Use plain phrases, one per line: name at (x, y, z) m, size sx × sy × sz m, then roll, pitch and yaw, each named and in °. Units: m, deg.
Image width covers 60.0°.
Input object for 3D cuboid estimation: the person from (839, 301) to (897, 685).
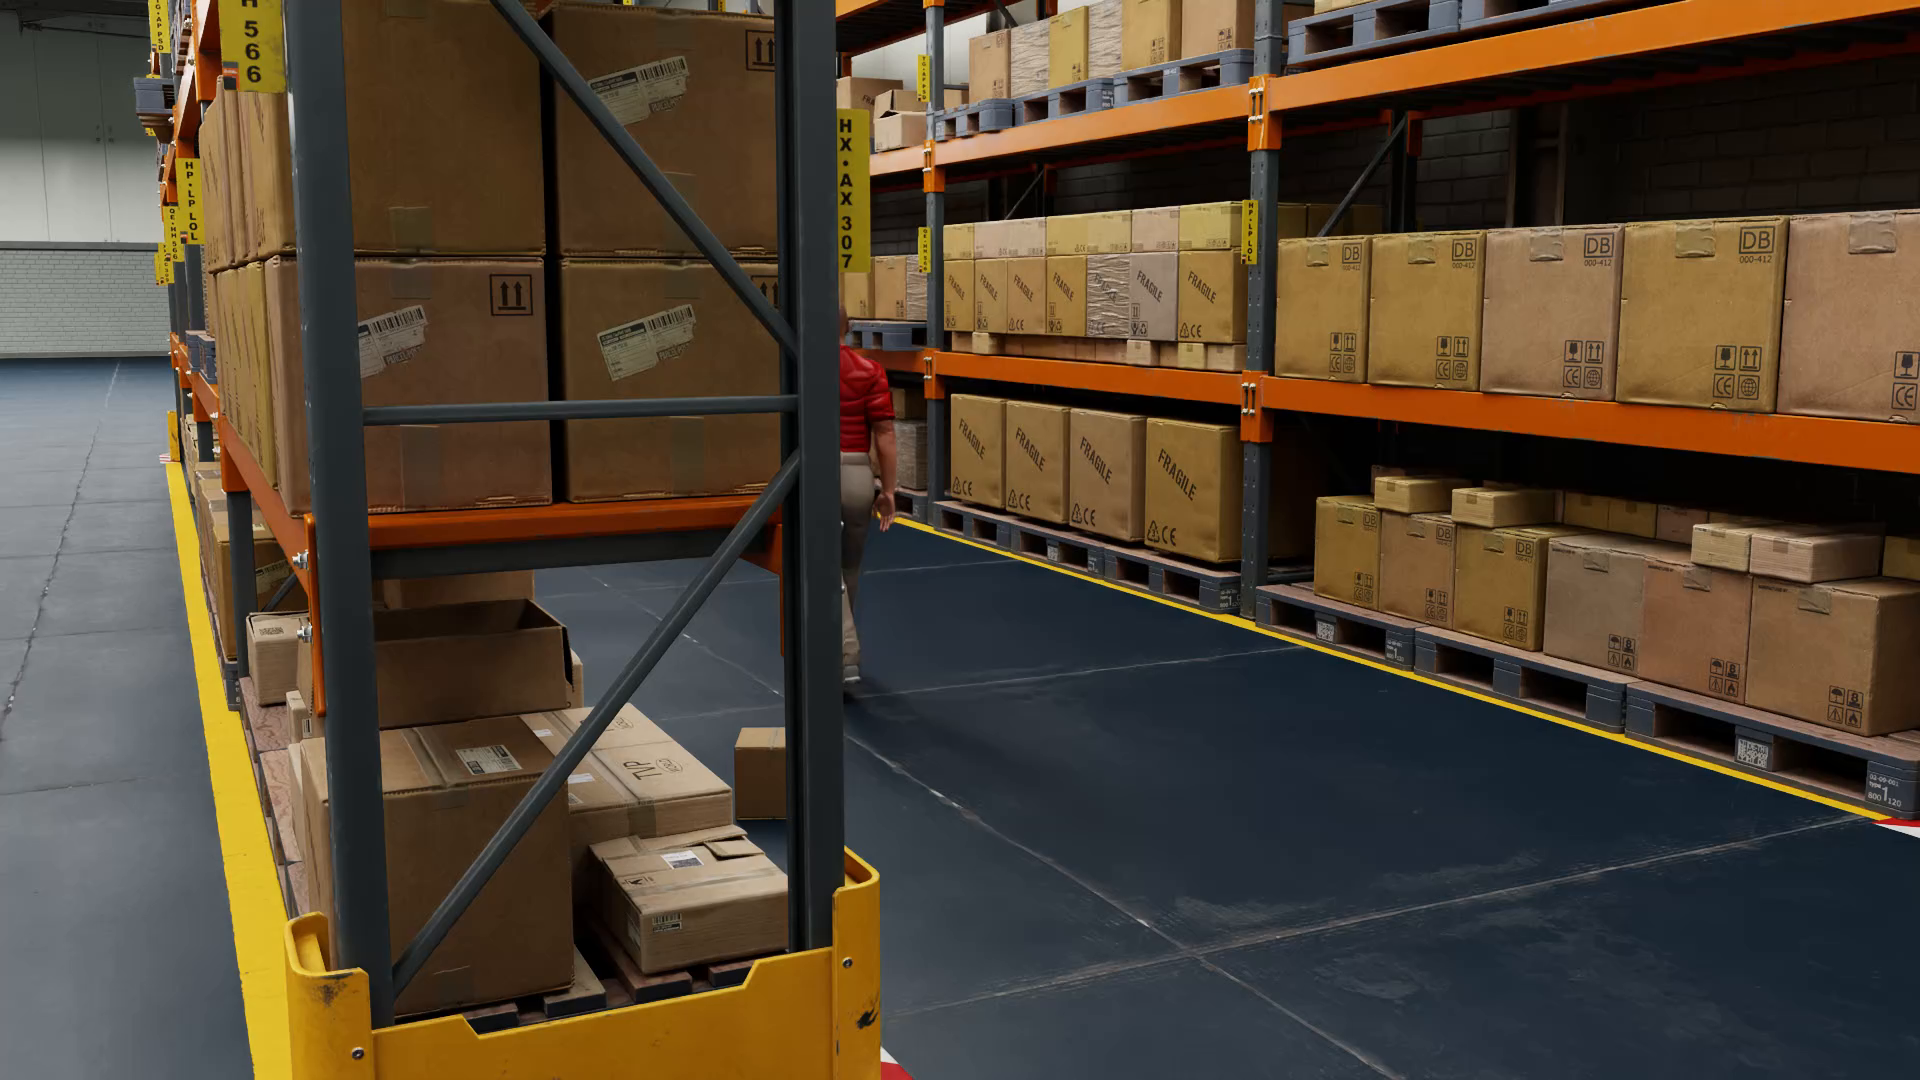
person at (-0.617, -0.236, 7.434) m, size 0.547 × 1.673 × 0.990 m, roll -4°, pitch 9°, yaw -25°
